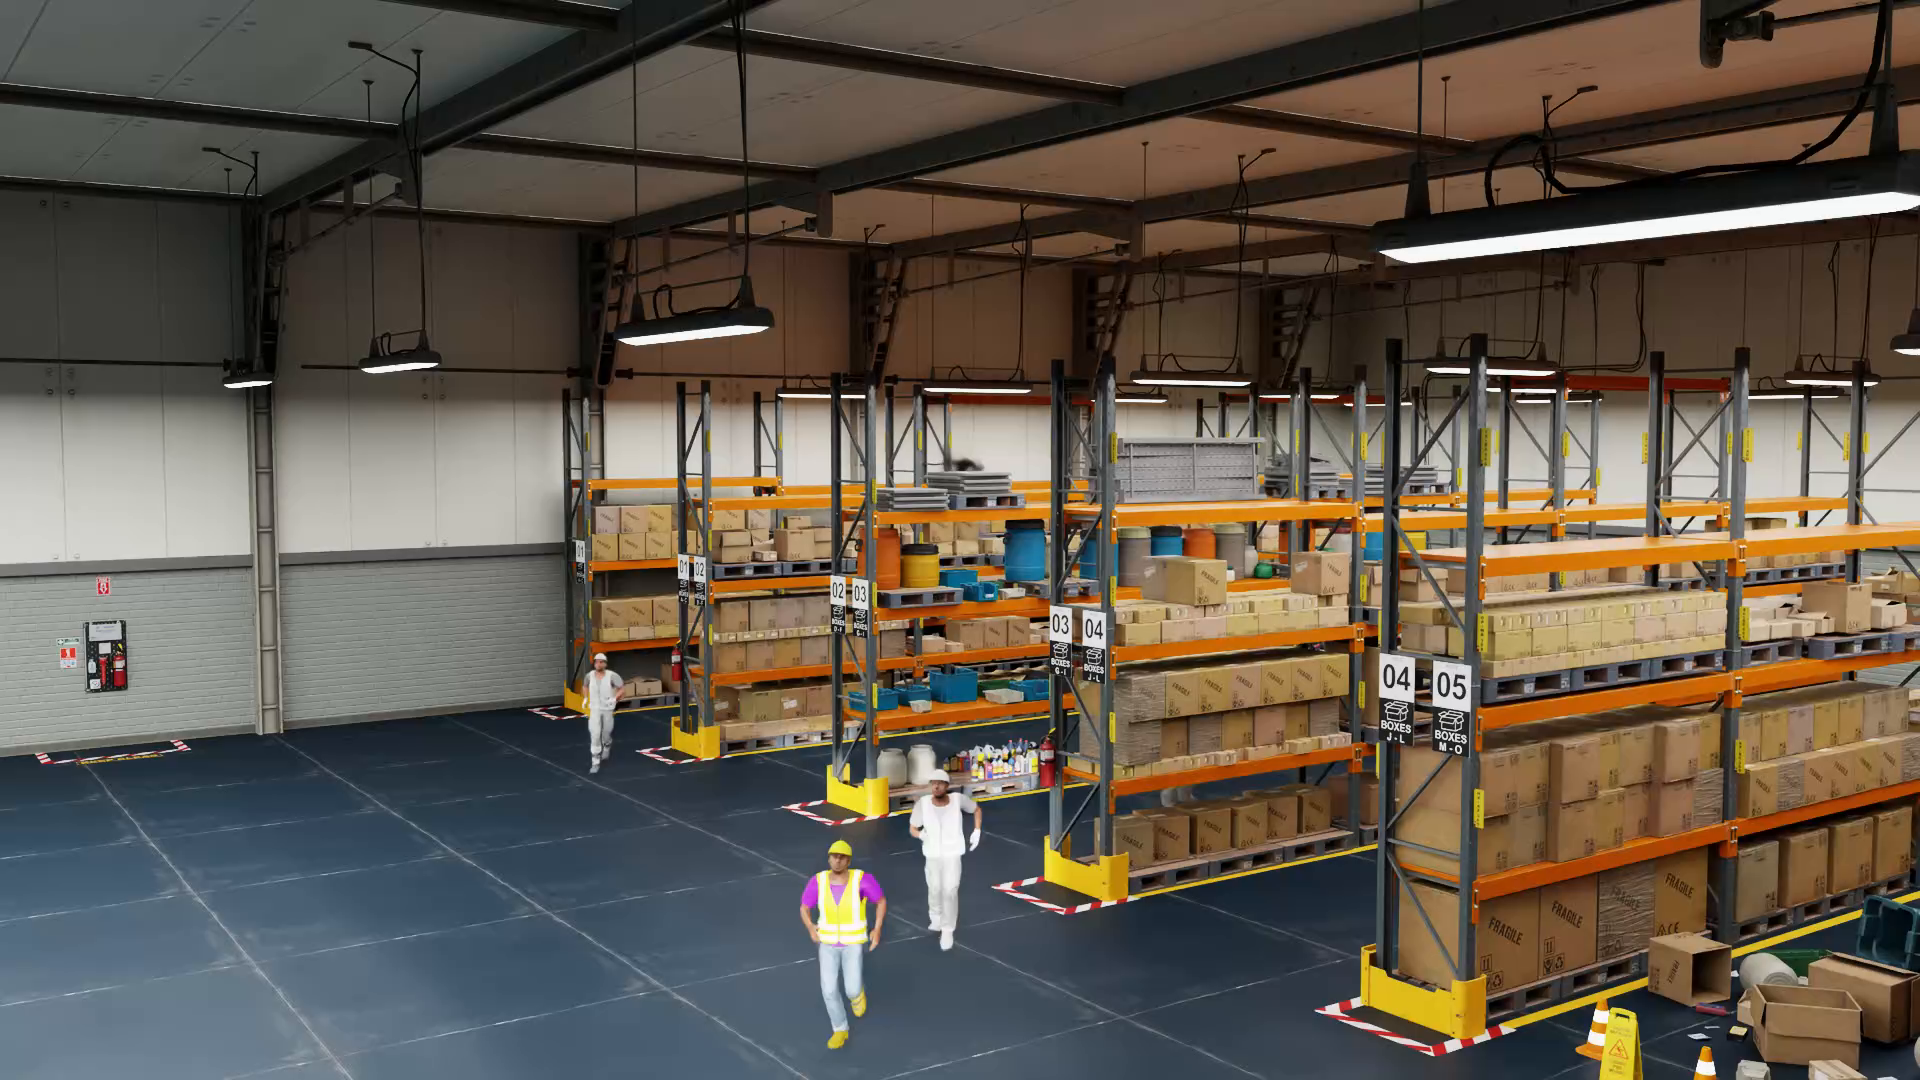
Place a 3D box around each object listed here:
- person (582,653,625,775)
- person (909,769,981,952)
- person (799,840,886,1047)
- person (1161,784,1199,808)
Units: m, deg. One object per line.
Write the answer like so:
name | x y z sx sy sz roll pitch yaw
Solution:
person | -5.478 2.628 25.574 0.670 1.805 0.884 0 4 -3
person | -0.156 3.198 16.778 0.694 1.807 0.899 1 4 9
person | -1.006 3.402 14.143 0.736 1.726 0.612 0 4 3
person | 2.825 2.903 21.404 0.789 1.765 0.684 -3 5 -42
